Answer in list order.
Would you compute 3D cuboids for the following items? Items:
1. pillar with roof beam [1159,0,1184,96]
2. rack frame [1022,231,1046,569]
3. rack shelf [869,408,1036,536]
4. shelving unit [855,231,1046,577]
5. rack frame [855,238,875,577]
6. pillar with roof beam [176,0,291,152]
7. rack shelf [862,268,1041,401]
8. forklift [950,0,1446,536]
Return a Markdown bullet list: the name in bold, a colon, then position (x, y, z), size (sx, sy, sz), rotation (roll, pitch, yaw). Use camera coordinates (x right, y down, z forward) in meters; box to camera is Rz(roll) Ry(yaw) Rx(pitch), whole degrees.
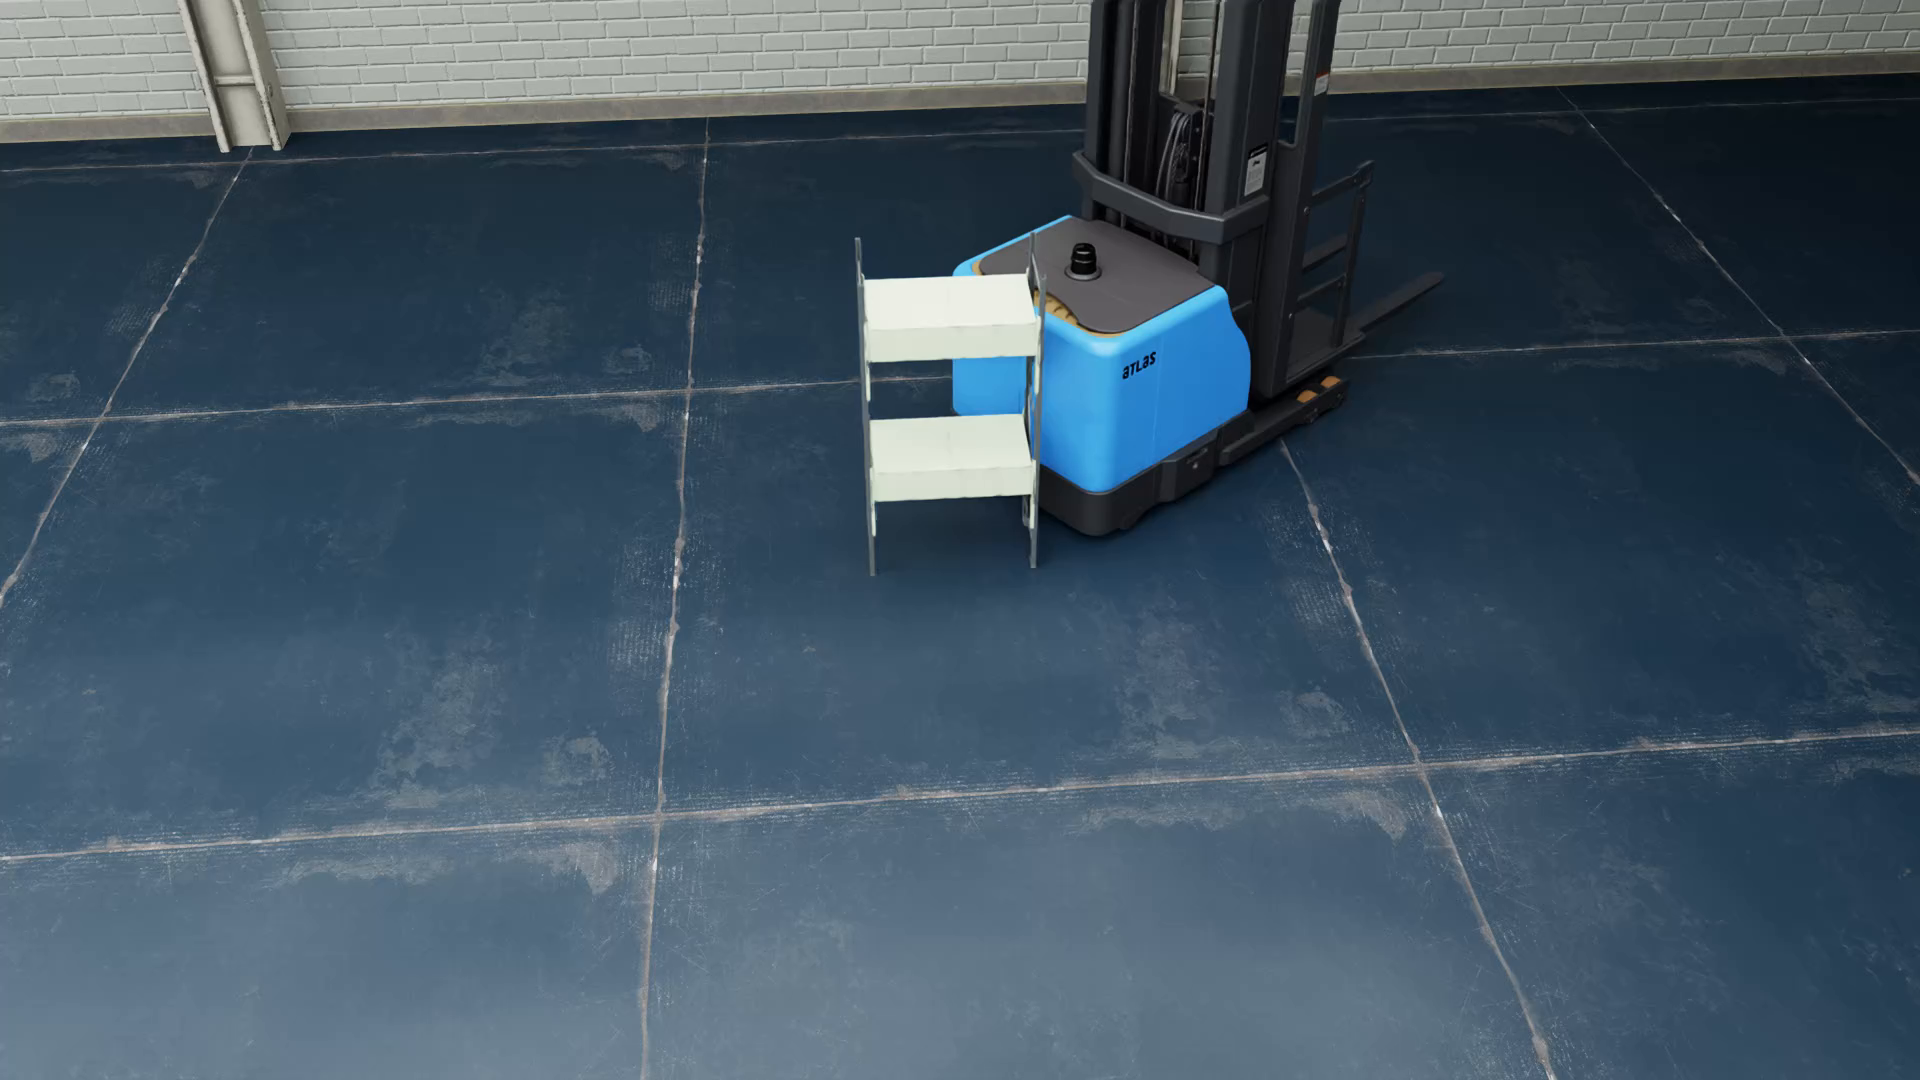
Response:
- **pillar with roof beam**: position (1.648, -3.877, 5.399), size (0.400, 9.000, 9.100), rotation (-3, 38, -4)
- **rack frame**: position (0.320, -0.581, 7.275), size (0.023, 1.500, 0.400), rotation (-3, 38, -4)
- **rack shelf**: position (-0.045, -0.307, 7.455), size (0.720, 0.370, 0.431), rotation (-3, 38, -4)
- **shelving unit**: position (-0.045, -0.563, 7.253), size (0.755, 1.500, 0.431), rotation (-3, 38, -4)
- **rack frame**: position (-0.410, -0.545, 7.230), size (0.023, 1.500, 0.400), rotation (-3, 38, -4)
- **pillar with roof beam**: position (-4.328, -3.548, 4.982), size (0.400, 9.000, 9.100), rotation (-3, 38, -4)
- **rack shelf**: position (-0.045, -0.869, 7.011), size (0.720, 0.370, 0.431), rotation (-3, 38, -4)
- **forklift**: position (1.372, -1.962, 7.871), size (3.031, 2.935, 1.130), rotation (-30, 47, -32)
